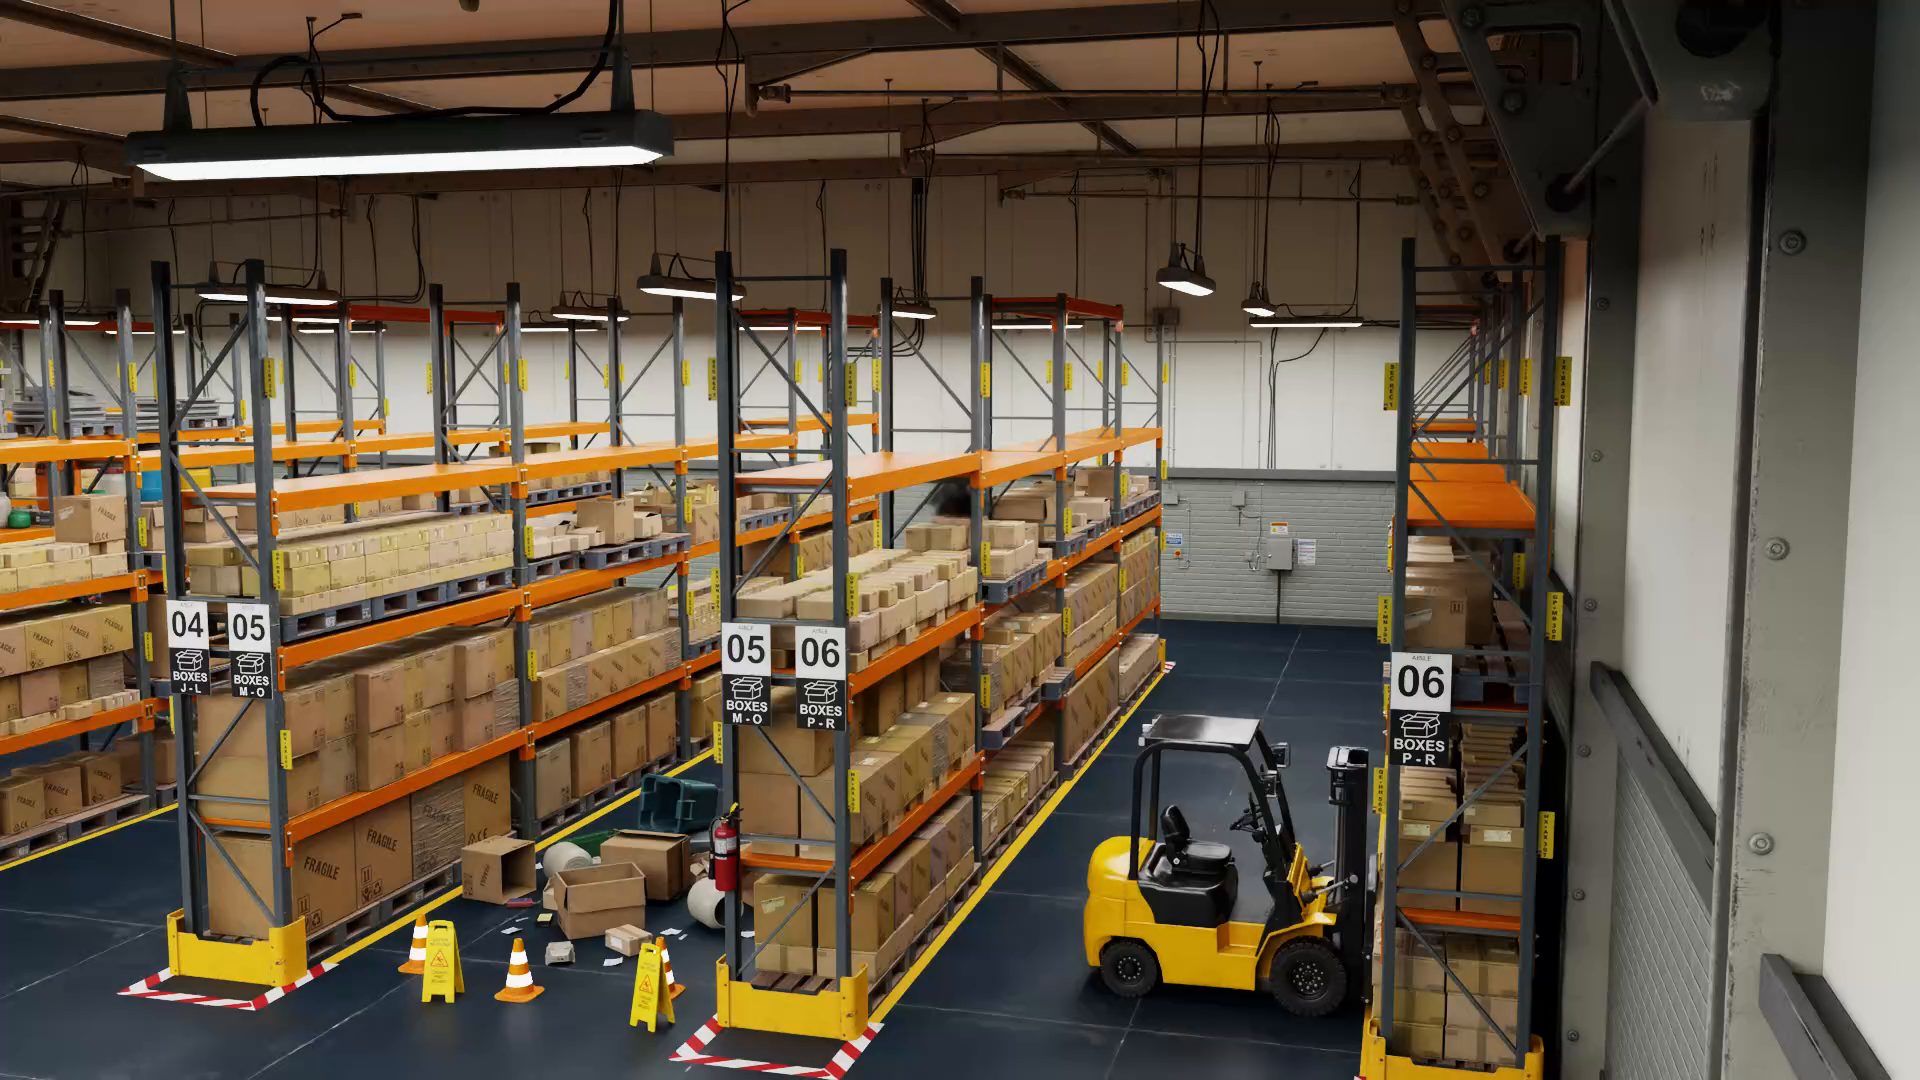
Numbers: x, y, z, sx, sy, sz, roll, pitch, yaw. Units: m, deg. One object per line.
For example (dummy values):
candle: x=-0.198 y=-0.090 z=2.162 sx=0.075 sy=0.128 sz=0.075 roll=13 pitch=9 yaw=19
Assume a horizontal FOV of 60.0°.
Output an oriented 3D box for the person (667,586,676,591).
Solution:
person: x=-4.483 y=1.567 z=26.072 sx=0.735 sy=1.734 sz=0.602 roll=1 pitch=6 yaw=12

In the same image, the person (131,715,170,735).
person: x=-10.781 y=2.020 z=21.987 sx=0.584 sy=1.633 sz=0.970 roll=2 pitch=6 yaw=16
